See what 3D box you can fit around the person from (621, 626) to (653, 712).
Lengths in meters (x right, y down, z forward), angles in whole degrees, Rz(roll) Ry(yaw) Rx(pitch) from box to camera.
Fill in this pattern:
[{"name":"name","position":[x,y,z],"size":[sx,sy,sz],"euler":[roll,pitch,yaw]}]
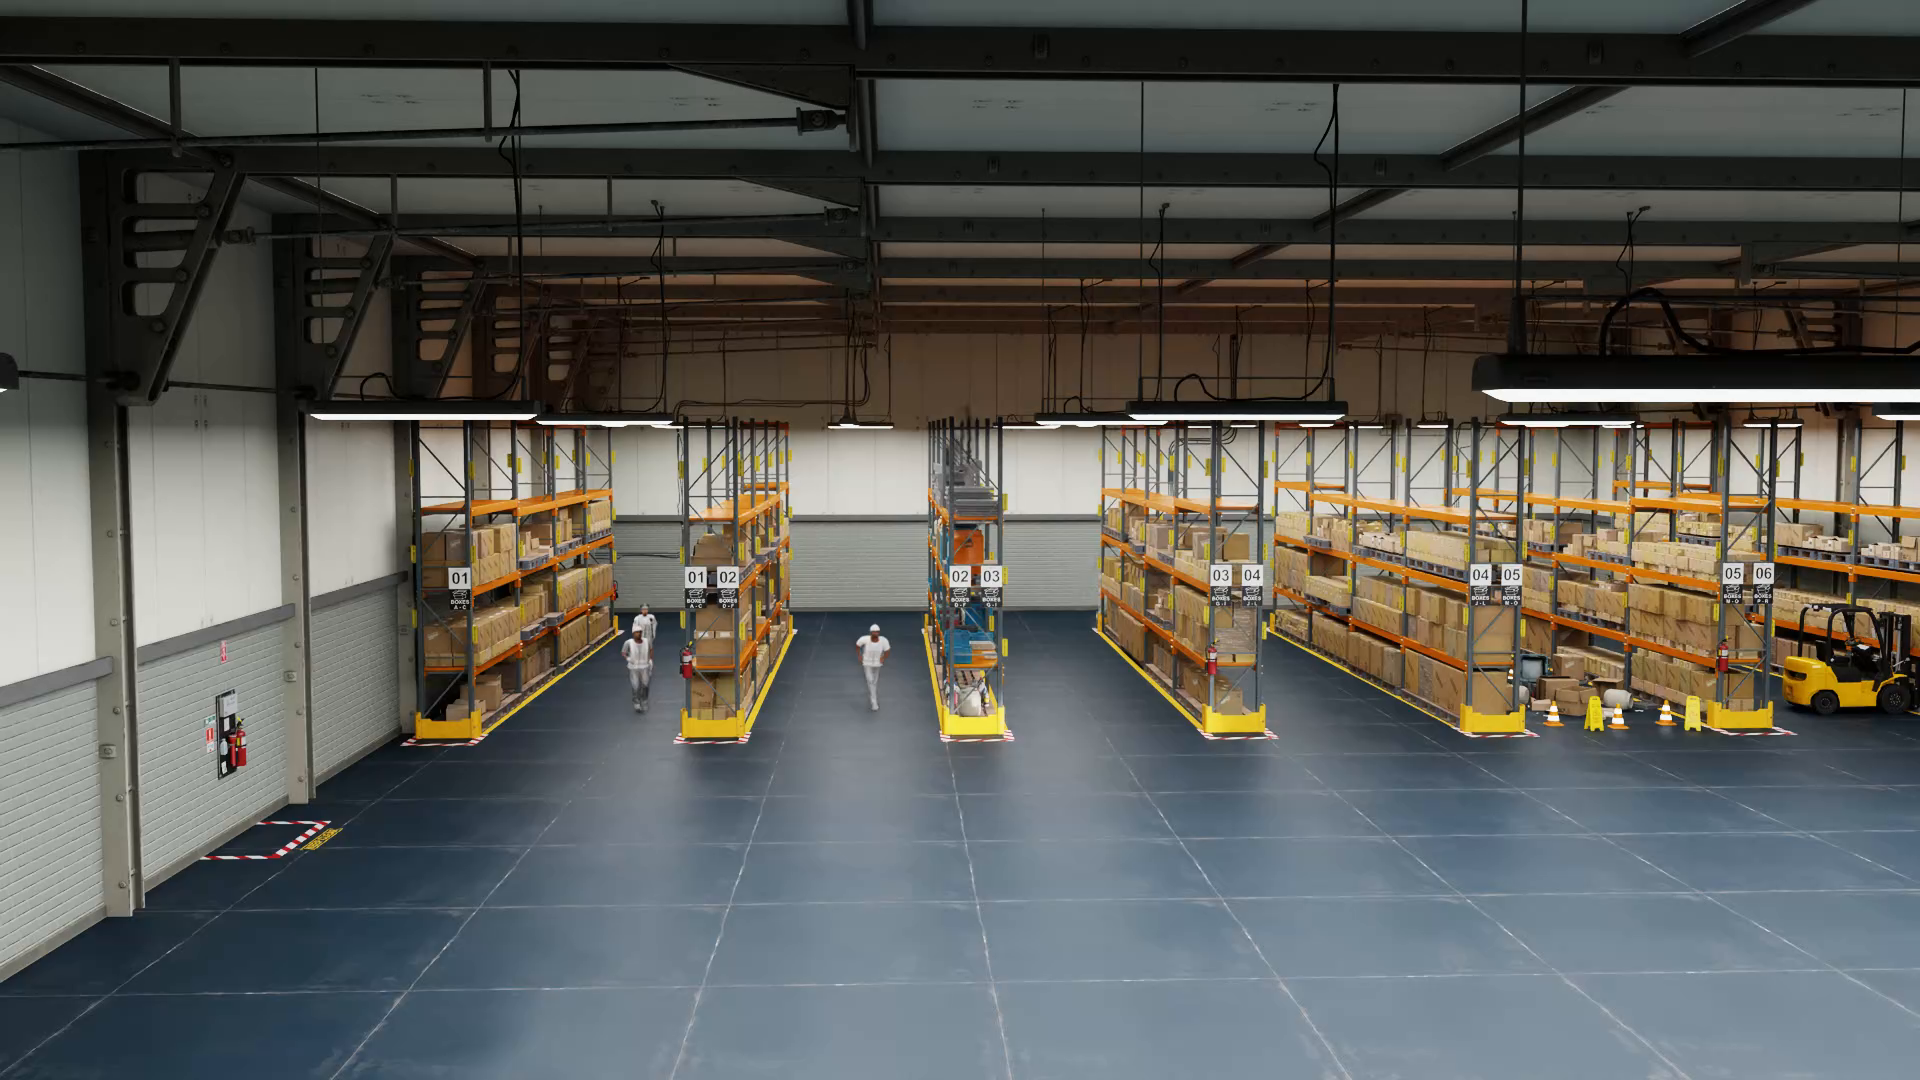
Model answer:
[{"name":"person","position":[-6.556,2.632,33.894],"size":[0.682,1.770,0.645],"euler":[-1,4,-17]}]

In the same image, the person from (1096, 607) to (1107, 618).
[{"name":"person","position":[4.477,1.626,48.988],"size":[0.947,1.796,0.633],"euler":[1,4,16]}]

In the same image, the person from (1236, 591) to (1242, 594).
[{"name":"person","position":[7.836,1.842,46.489],"size":[0.597,1.680,0.870],"euler":[0,4,3]}]

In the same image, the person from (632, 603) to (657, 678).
[{"name":"person","position":[-7.398,2.328,39.028],"size":[0.562,1.719,0.857],"euler":[-1,4,-10]}]

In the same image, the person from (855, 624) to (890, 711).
[{"name":"person","position":[-1.808,2.602,34.519],"size":[0.716,1.758,1.011],"euler":[-1,4,-10]}]
